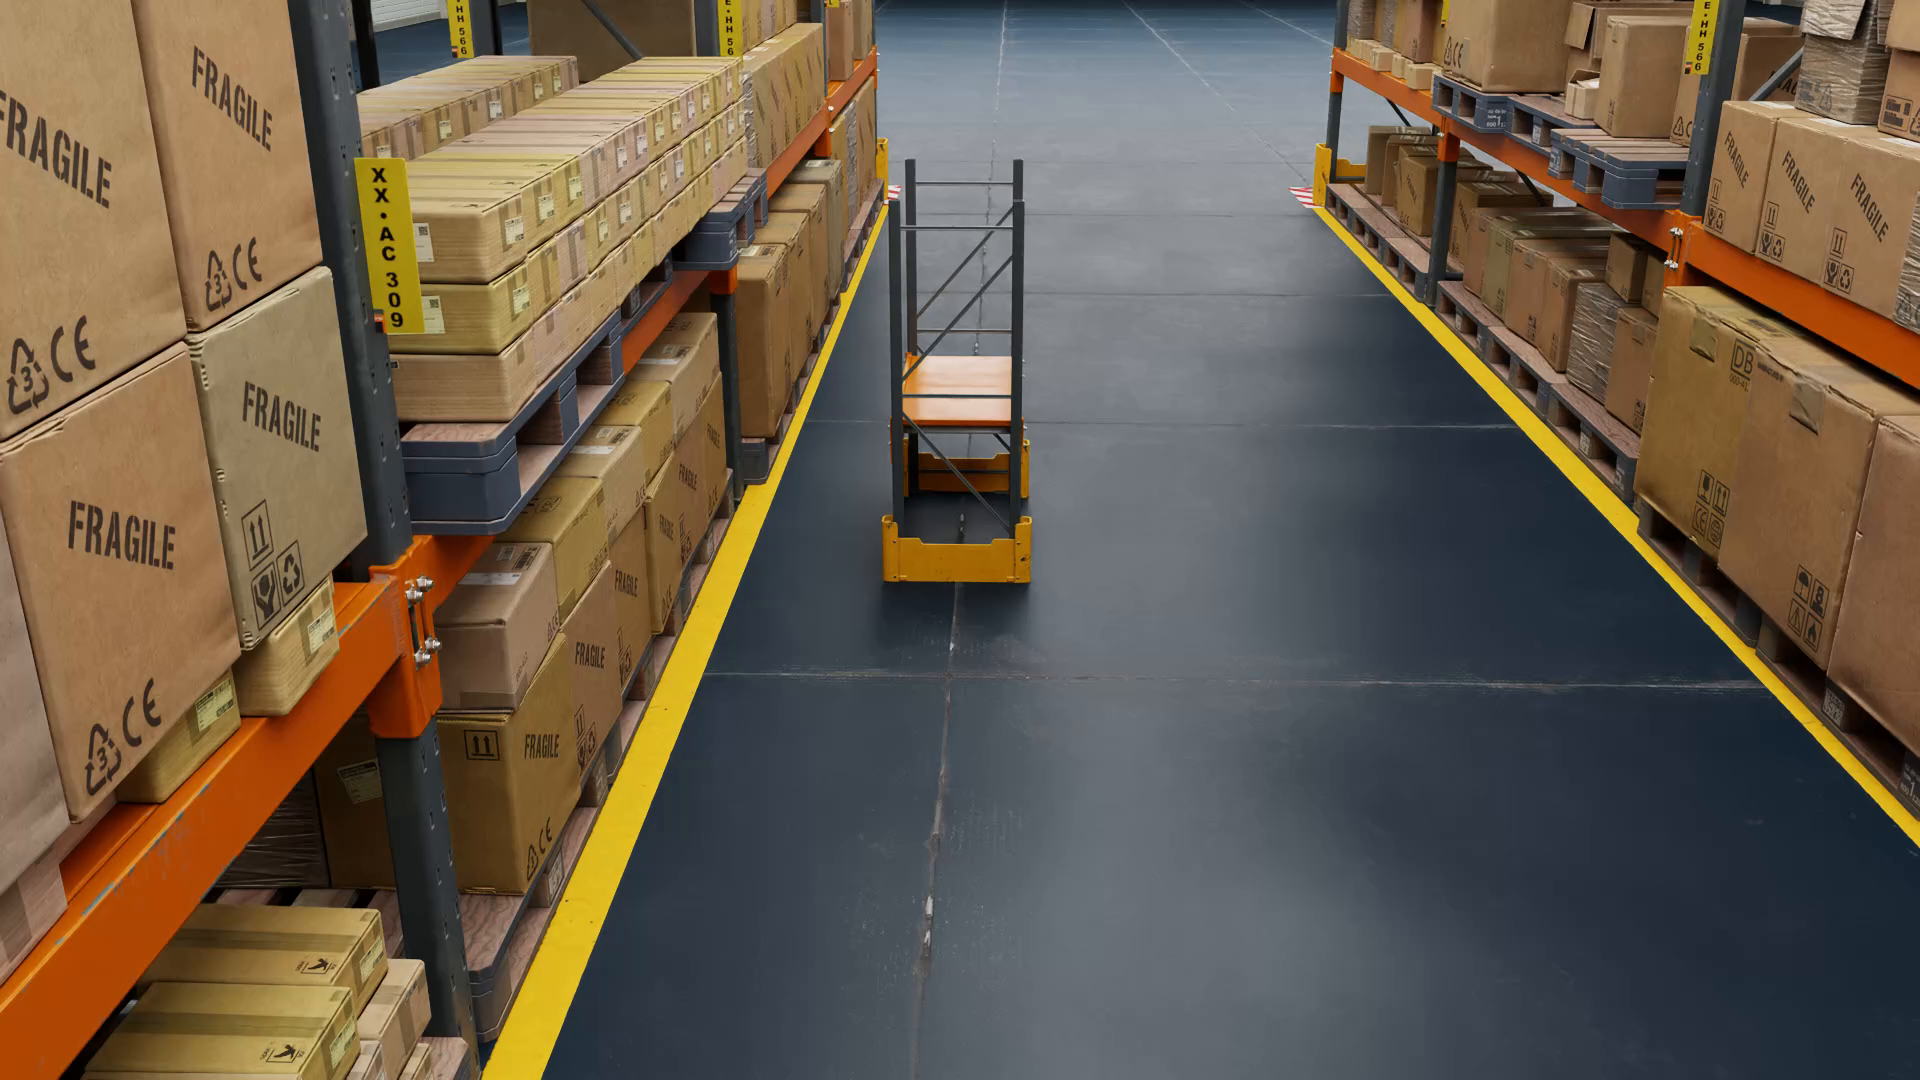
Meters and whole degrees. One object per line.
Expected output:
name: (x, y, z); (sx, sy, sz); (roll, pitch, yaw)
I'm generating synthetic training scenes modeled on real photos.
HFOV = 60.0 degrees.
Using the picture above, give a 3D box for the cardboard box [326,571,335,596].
cardboard box: (-1.378, 0.080, 3.024); (0.380, 0.149, 0.250); (0, 21, 1)

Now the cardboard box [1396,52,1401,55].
cardboard box: (3.452, -3.540, 12.353); (0.380, 0.149, 0.250); (1, 21, 2)

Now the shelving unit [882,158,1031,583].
shelving unit: (0.002, -0.727, 6.829); (0.587, 1.500, 1.083); (1, 21, 2)

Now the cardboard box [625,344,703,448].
cardboard box: (-1.245, -0.537, 6.103); (0.500, 0.250, 0.500); (1, 21, 2)

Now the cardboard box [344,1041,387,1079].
cardboard box: (-1.291, 1.067, 3.082); (0.380, 0.149, 0.250); (0, 21, -1)

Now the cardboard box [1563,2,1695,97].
cardboard box: (3.634, -2.561, 8.758); (0.797, 0.503, 0.637); (3, 21, 7)

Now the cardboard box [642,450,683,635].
cardboard box: (-1.260, 0.000, 5.757); (0.500, 0.500, 0.500); (0, 21, -1)

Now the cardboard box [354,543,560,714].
cardboard box: (-1.317, 0.213, 4.173); (0.500, 0.250, 0.500); (0, 21, -1)

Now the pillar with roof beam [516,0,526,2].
pillar with roof beam: (-6.857, -17.908, 40.742); (9.100, 9.000, 0.400); (1, 21, 2)

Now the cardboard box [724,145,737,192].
cardboard box: (-1.047, -1.395, 6.244); (0.380, 0.149, 0.250); (1, 21, 1)

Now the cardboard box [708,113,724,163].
cardboard box: (-1.053, -1.431, 5.927); (0.380, 0.149, 0.250); (1, 21, 3)

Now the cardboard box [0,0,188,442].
cardboard box: (-1.358, -0.435, 2.071); (0.500, 0.500, 0.500); (0, 21, 0)

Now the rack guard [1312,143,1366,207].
rack guard: (3.714, -3.198, 14.580); (1.175, 0.500, 0.348); (1, 21, 2)

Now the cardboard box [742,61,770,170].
cardboard box: (-1.186, -1.979, 7.845); (0.500, 0.500, 0.500); (0, 21, 1)

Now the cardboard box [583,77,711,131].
cardboard box: (-1.061, -1.481, 5.644); (0.380, 0.149, 0.250); (1, 21, 3)

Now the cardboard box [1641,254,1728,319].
cardboard box: (3.463, -1.130, 7.606); (0.500, 0.250, 0.500); (1, 21, 4)

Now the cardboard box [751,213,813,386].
cardboard box: (-1.350, -1.272, 8.689); (1.050, 0.750, 0.750); (1, 21, 2)

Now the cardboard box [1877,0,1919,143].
cardboard box: (3.412, -1.513, 5.256); (0.797, 0.503, 0.637); (1, 21, 3)

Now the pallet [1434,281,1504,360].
pallet: (3.572, -1.363, 10.250); (1.003, 0.211, 1.213); (1, 21, 2)

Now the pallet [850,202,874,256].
pallet: (-1.224, -2.452, 13.056); (1.003, 0.211, 1.213); (1, 21, 2)

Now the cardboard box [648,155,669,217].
cardboard box: (-1.086, -1.063, 4.978); (0.380, 0.149, 0.250); (0, 21, 1)

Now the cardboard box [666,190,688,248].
cardboard box: (-1.082, -1.021, 5.280); (0.380, 0.149, 0.250); (1, 21, 3)

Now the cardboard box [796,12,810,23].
cardboard box: (-1.361, -3.239, 11.023); (0.875, 0.550, 0.550); (1, 21, 2)

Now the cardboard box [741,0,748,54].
cardboard box: (-1.431, -2.633, 8.147); (0.700, 0.500, 0.500); (0, 21, 1)

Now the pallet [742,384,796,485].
pallet: (-1.382, -0.574, 8.215); (1.003, 0.211, 1.213); (1, 21, 2)

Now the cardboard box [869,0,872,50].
cardboard box: (-1.204, -4.417, 14.059); (0.875, 0.550, 0.550); (1, 21, 2)

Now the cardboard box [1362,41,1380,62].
cardboard box: (3.433, -3.902, 13.286); (0.380, 0.149, 0.250); (1, 21, 2)

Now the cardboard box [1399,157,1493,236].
cardboard box: (3.597, -2.552, 12.333); (0.500, 0.500, 0.500); (-1, 21, -3)

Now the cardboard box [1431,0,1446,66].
cardboard box: (3.720, -3.472, 11.282); (0.875, 0.500, 0.500); (1, 21, 2)

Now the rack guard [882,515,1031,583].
rack guard: (-0.013, 0.036, 6.591); (0.587, 0.250, 0.087); (1, 21, 2)

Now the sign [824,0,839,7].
sign: (-0.817, -3.536, 10.504); (0.100, 0.325, 0.005); (1, 21, 2)

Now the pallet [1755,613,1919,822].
pallet: (3.334, 0.526, 5.382); (1.003, 0.211, 1.213); (1, 21, 2)

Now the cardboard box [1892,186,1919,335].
cardboard box: (3.143, -0.820, 4.856); (0.500, 0.500, 0.500); (1, 21, 2)

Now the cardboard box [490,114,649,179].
cardboard box: (-1.093, -1.104, 4.672); (0.380, 0.149, 0.250); (1, 21, 4)

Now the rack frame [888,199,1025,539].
rack frame: (-0.013, -0.546, 6.363); (0.500, 1.500, 0.032); (1, 21, 2)

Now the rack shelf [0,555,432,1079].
rack shelf: (-1.664, 0.915, 1.517); (1.077, 0.370, 4.000); (1, 21, 2)

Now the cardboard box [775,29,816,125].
cardboard box: (-1.124, -2.708, 9.723); (0.500, 0.500, 0.500); (0, 21, 1)

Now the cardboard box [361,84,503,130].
cardboard box: (-1.722, -1.401, 5.437); (0.380, 0.149, 0.250); (2, 21, 4)

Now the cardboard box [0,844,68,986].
cardboard box: (-1.356, 0.462, 2.040); (0.380, 0.149, 0.250); (0, 21, -1)

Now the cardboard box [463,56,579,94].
cardboard box: (-1.690, -1.779, 6.411); (0.380, 0.149, 0.250); (1, 21, 2)

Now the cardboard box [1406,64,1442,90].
cardboard box: (3.288, -3.180, 11.425); (0.380, 0.149, 0.250); (1, 21, 2)

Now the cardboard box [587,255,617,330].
cardboard box: (-1.109, -0.641, 4.300); (0.380, 0.149, 0.250); (1, 21, 2)

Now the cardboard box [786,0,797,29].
cardboard box: (-1.369, -3.369, 10.044); (0.700, 0.500, 0.500); (0, 21, 1)

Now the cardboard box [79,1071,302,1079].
cardboard box: (-1.323, 1.027, 2.773); (0.380, 0.149, 0.250); (0, 21, 1)

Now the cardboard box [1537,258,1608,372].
cardboard box: (3.488, -1.186, 8.787); (0.700, 0.500, 0.500); (2, 21, 6)

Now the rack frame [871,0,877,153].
rack frame: (-1.238, -4.482, 14.433); (1.000, 3.000, 0.127); (1, 21, 2)

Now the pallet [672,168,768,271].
pallet: (-1.397, -1.241, 6.346); (1.213, 0.211, 1.003); (1, 21, 2)

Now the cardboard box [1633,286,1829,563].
cardboard box: (3.431, -0.454, 6.409); (1.225, 0.875, 0.875); (0, 21, -1)

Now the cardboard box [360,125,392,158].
cardboard box: (-1.750, -1.021, 4.457); (0.380, 0.149, 0.250); (0, 21, 0)

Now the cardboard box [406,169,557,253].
cardboard box: (-1.129, -0.737, 3.727); (0.380, 0.149, 0.250); (1, 21, 3)

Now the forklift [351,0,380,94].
forklift: (-3.506, -2.214, 8.683); (1.130, 2.935, 3.031); (-2, 21, -4)

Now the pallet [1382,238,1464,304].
pallet: (3.580, -1.888, 11.602); (1.003, 0.211, 1.213); (1, 21, 2)

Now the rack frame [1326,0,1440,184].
rack frame: (3.716, -4.391, 14.198); (1.000, 3.000, 0.127); (1, 21, 2)

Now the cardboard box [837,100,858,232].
cardboard box: (-1.247, -2.793, 12.438); (0.875, 0.875, 0.875); (1, 21, 2)

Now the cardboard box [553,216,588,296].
cardboard box: (-1.118, -0.685, 4.003); (0.380, 0.149, 0.250); (1, 21, 3)

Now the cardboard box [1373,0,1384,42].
cardboard box: (3.777, -4.195, 13.145); (0.875, 0.500, 0.500); (1, 21, 2)
